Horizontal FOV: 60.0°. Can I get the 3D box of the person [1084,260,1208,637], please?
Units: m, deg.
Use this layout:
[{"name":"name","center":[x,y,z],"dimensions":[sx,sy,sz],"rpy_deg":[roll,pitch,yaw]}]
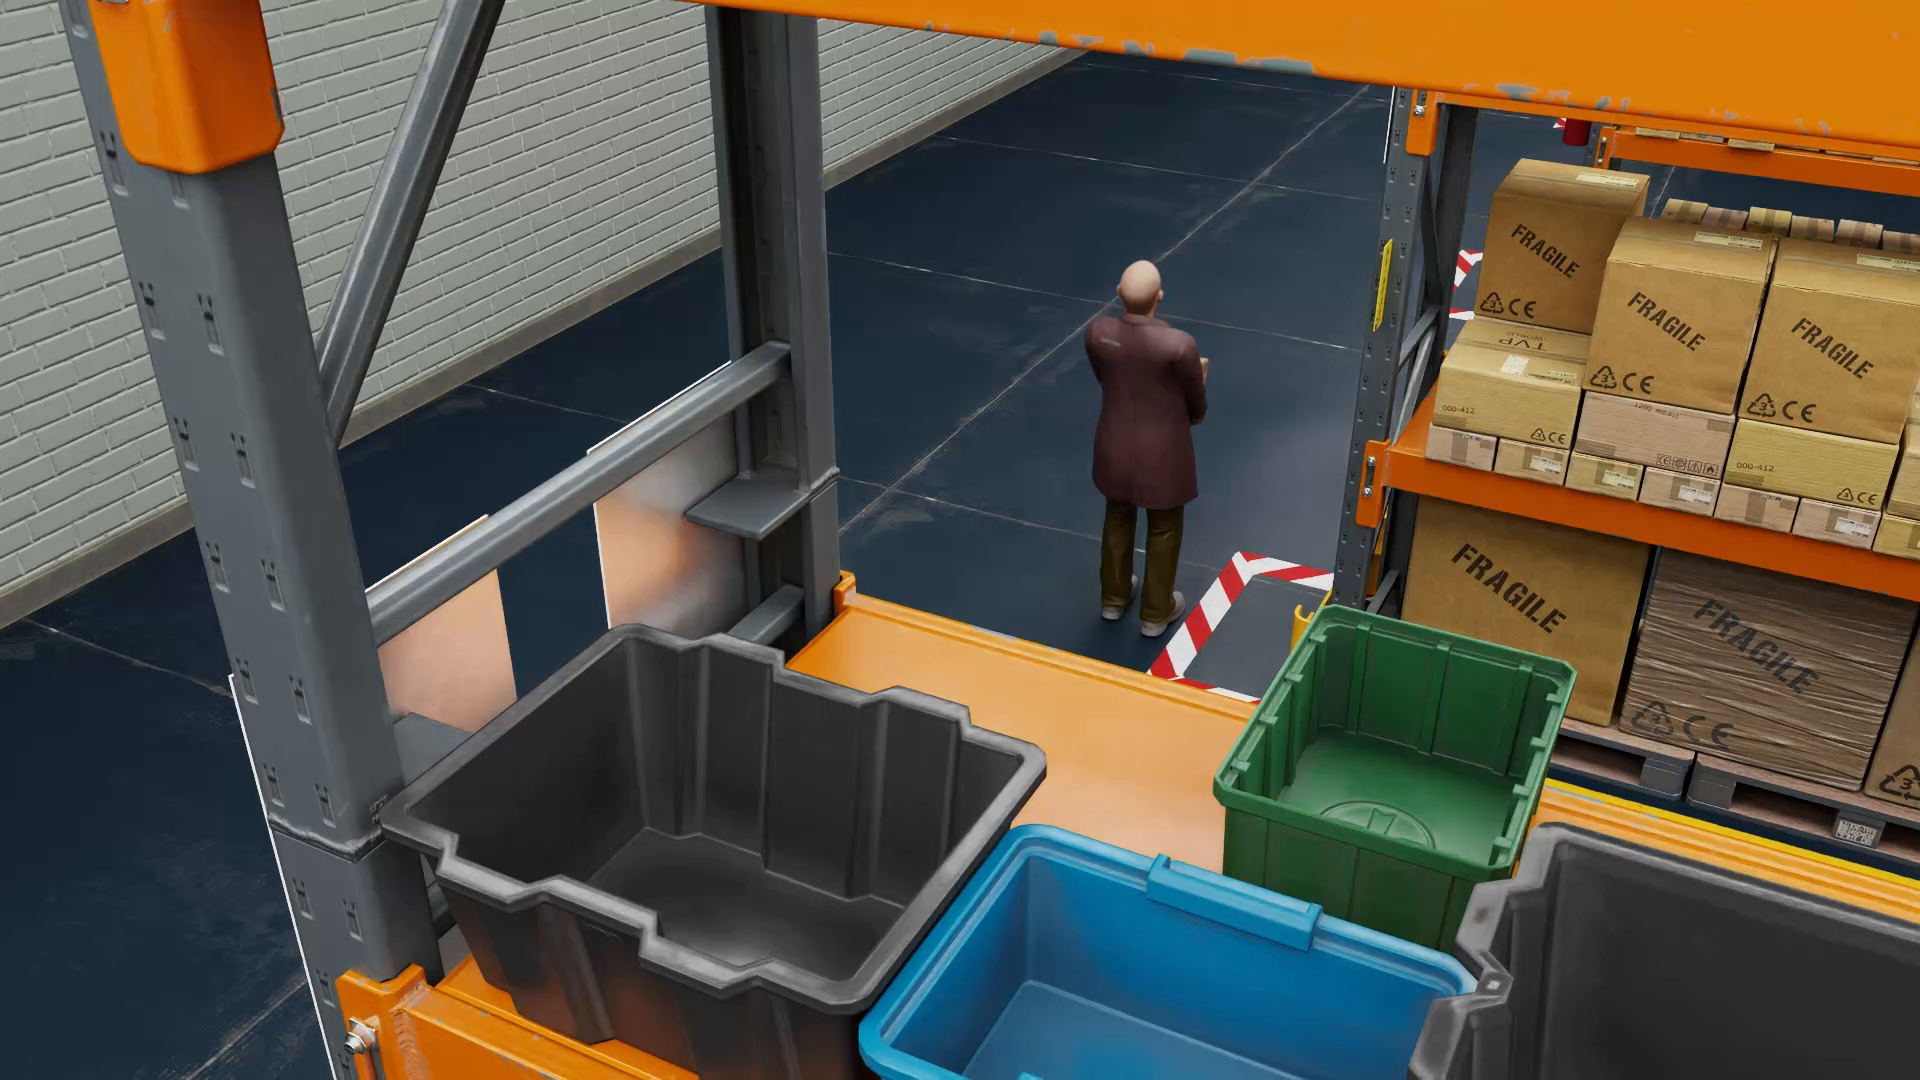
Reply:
[{"name":"person","center":[0.852,-0.453,7.446],"dimensions":[0.530,1.770,0.563],"rpy_deg":[15,33,24]}]
